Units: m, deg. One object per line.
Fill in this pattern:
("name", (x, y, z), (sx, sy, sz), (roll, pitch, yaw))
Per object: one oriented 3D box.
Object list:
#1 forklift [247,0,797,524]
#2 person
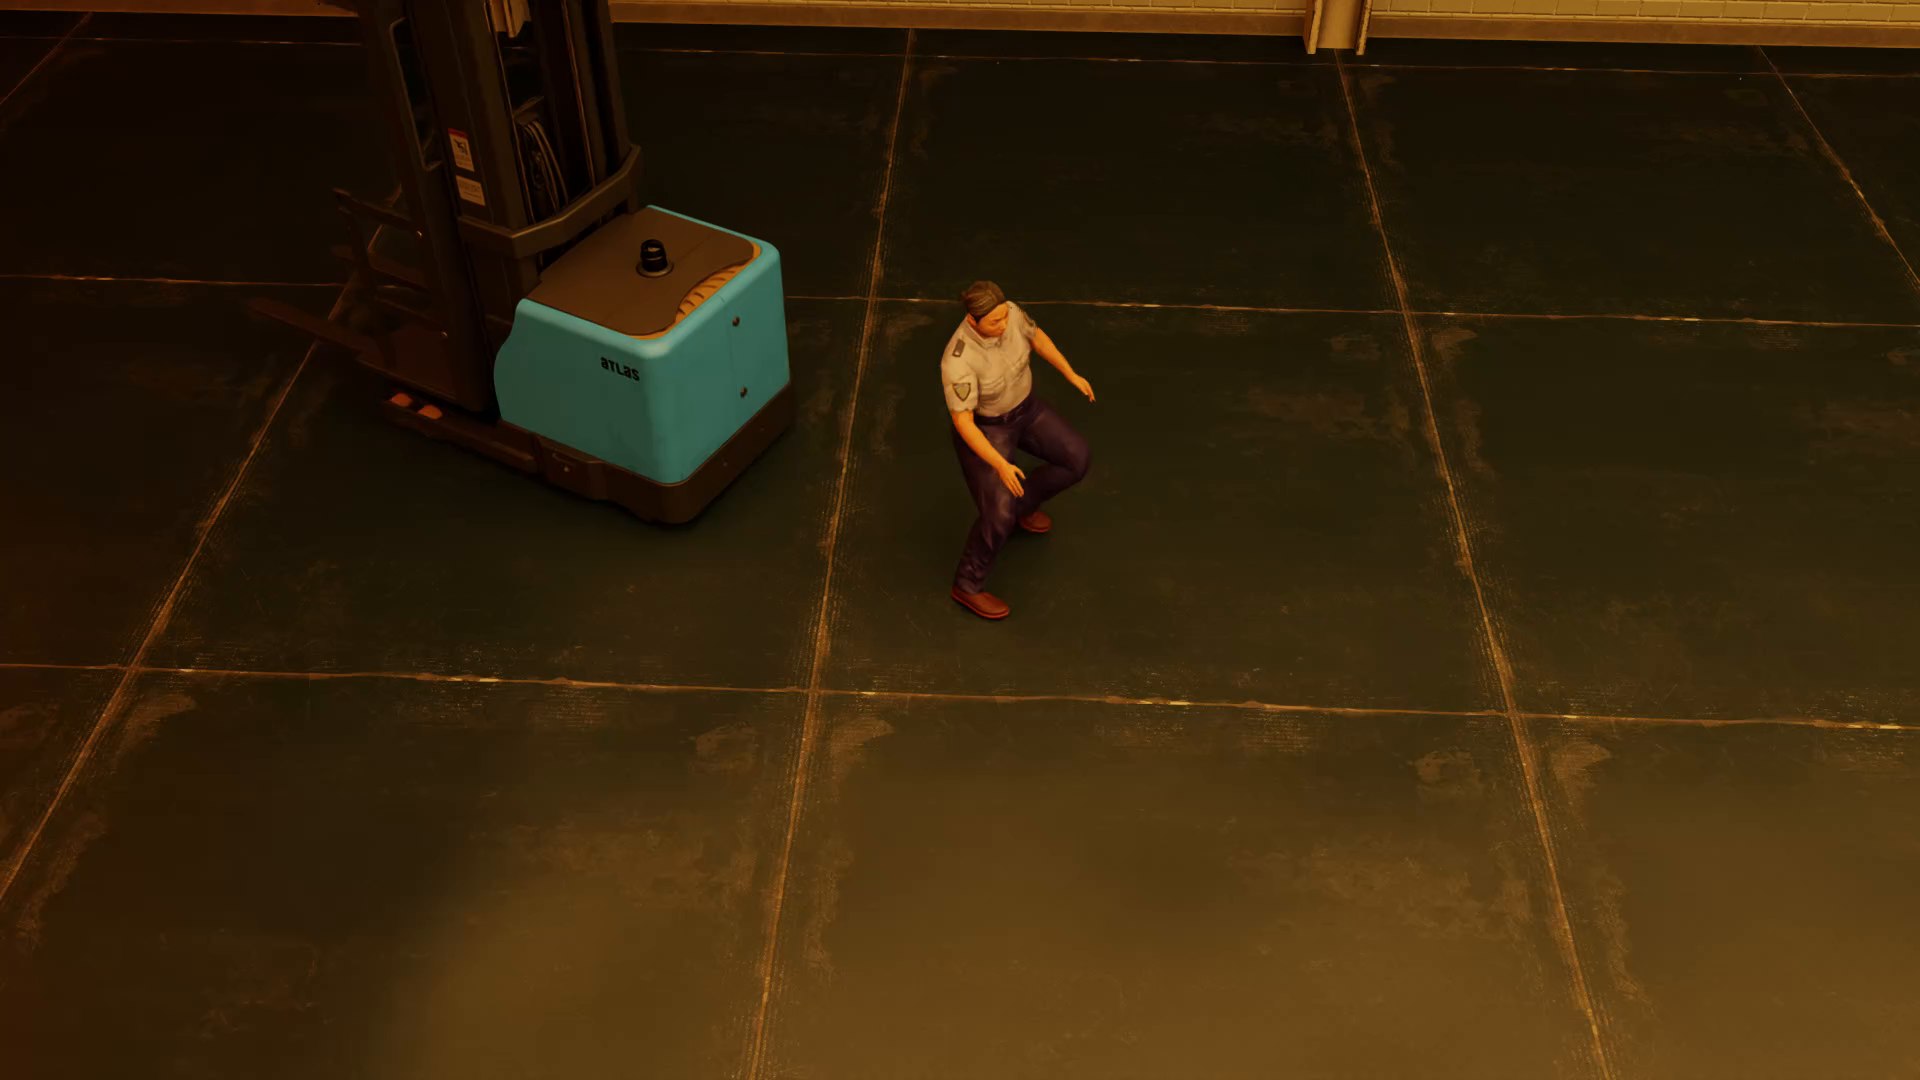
("forklift", (-2.373, -1.890, 7.812), (3.031, 2.935, 1.130), (21, 46, 21))
("person", (0.246, -0.464, 7.308), (0.629, 1.500, 0.784), (30, 50, 29))
